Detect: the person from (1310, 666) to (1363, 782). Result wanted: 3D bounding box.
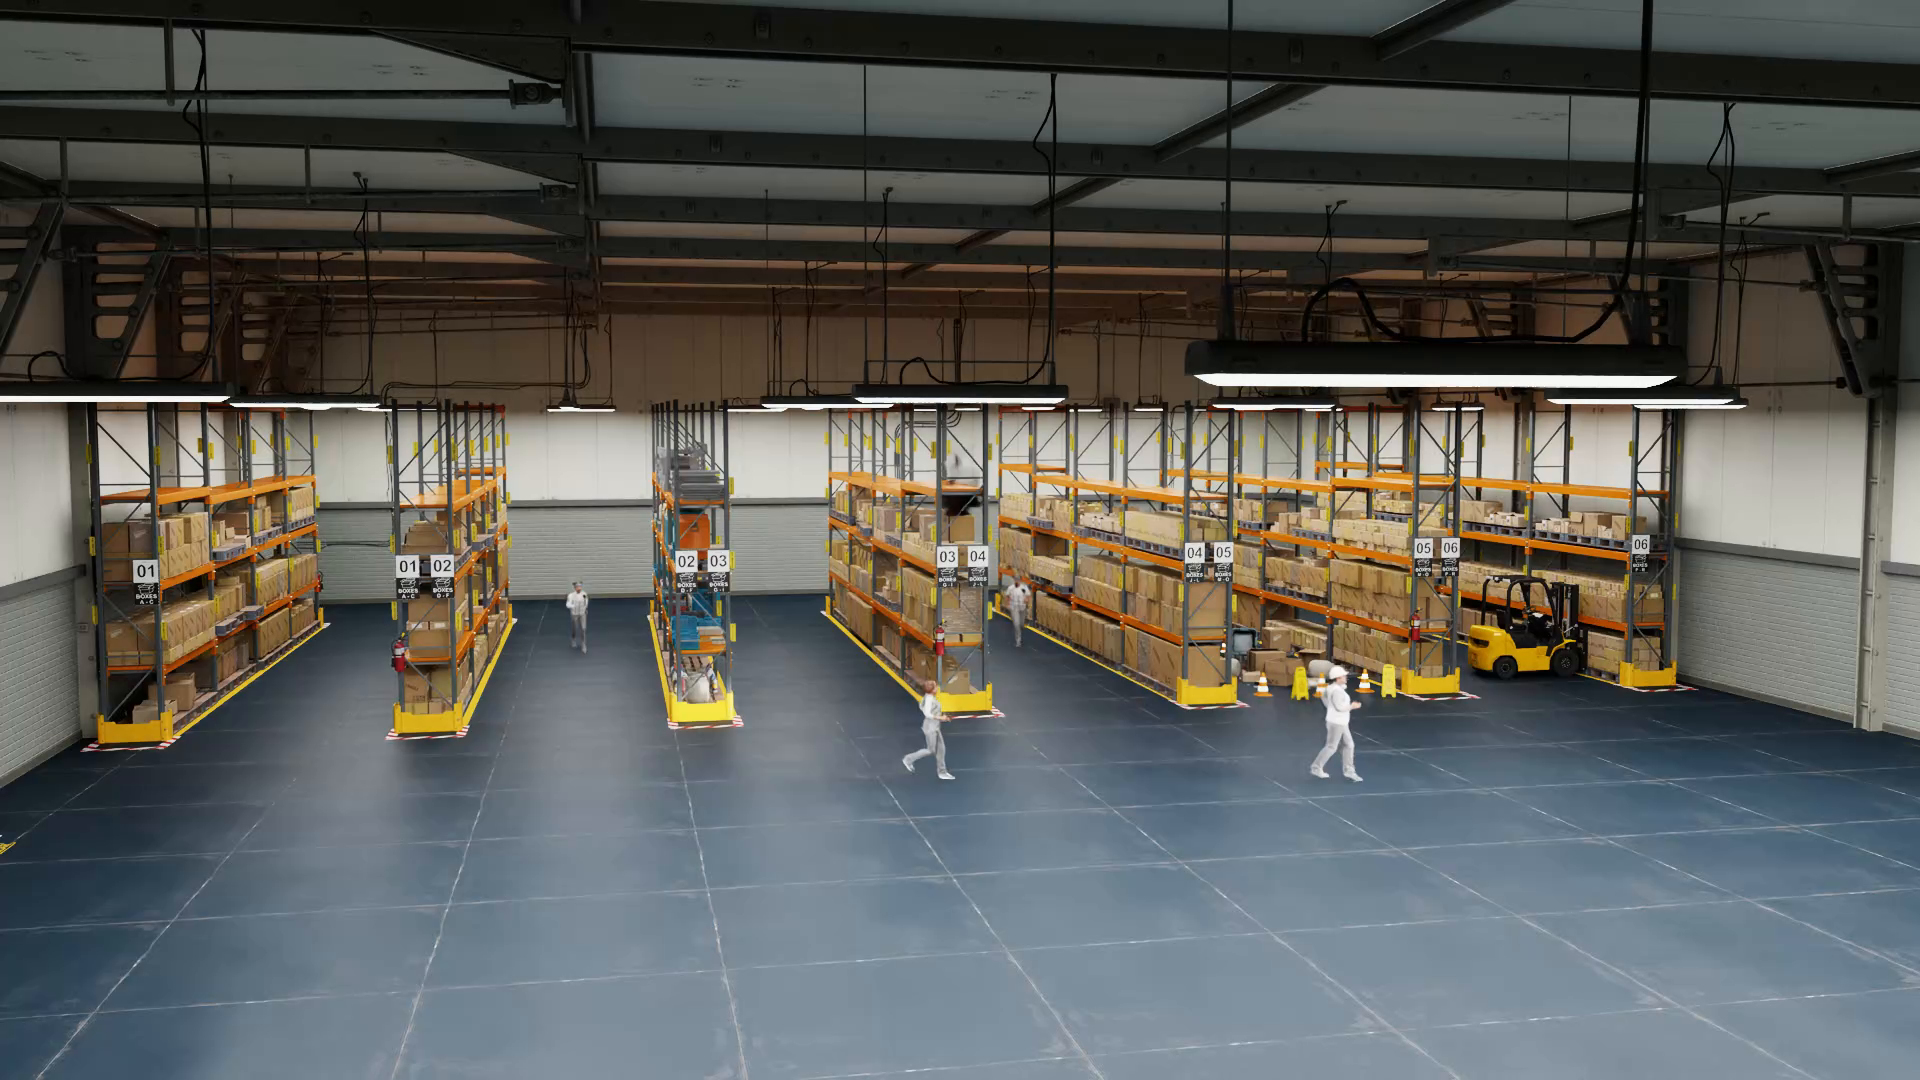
[{"bbox_3d":[5.878,2.868,25.903,0.801,1.806,0.654,1,4,14],"label":"person"}]

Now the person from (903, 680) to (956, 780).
[{"bbox_3d":[-0.479,2.970,25.993,0.839,1.591,0.538,0,4,5],"label":"person"}]

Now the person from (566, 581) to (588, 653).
[{"bbox_3d":[-9.269,1.831,40.340,0.574,1.707,0.896,-2,5,-24],"label":"person"}]

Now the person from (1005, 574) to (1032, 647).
[{"bbox_3d":[1.457,1.728,41.385,0.651,1.795,0.876,0,4,-6],"label":"person"}]
